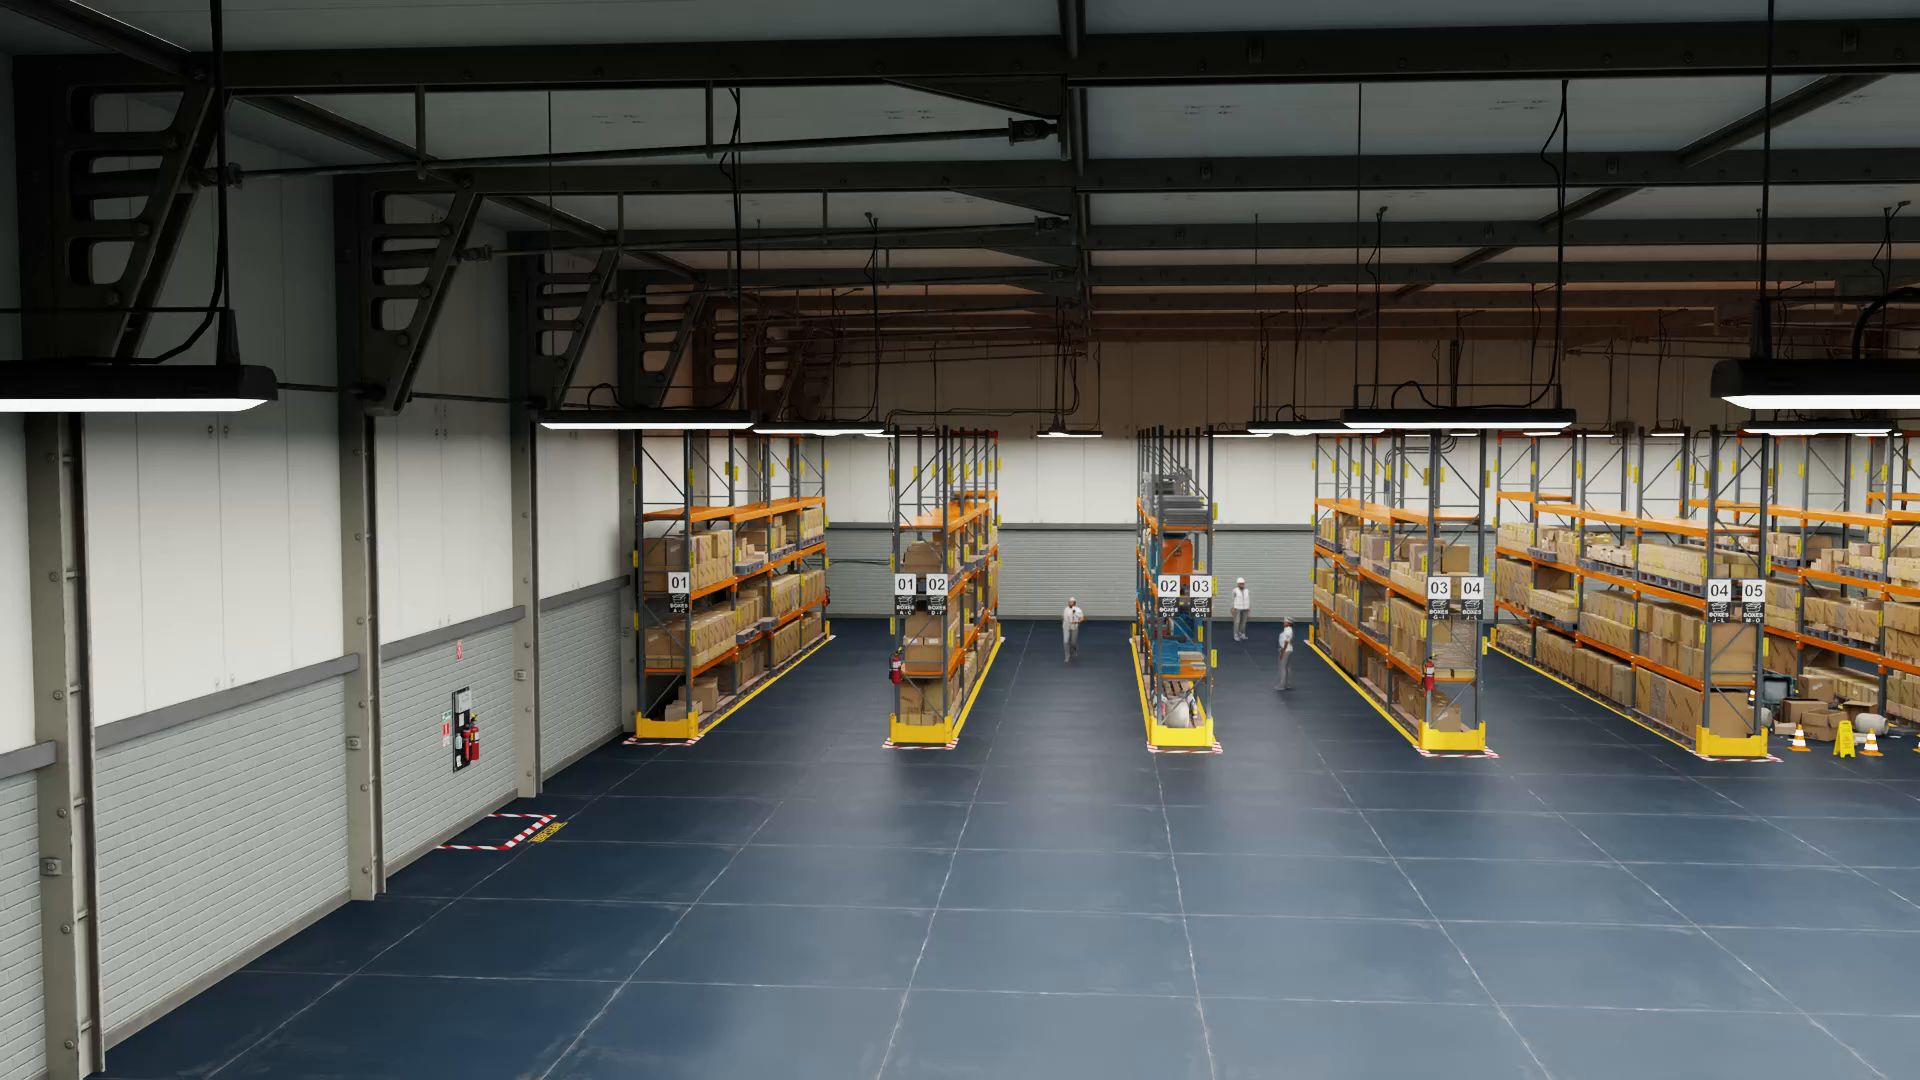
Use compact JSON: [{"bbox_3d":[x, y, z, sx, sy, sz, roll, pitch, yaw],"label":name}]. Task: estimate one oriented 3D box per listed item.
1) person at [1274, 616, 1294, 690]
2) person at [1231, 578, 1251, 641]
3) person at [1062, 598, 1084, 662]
[{"bbox_3d":[7.453,2.590,38.173,0.420,1.696,0.526,2,4,26],"label":"person"},{"bbox_3d":[8.070,1.979,47.631,0.592,1.786,0.546,-1,3,-12],"label":"person"},{"bbox_3d":[2.939,2.339,43.165,0.567,1.694,0.746,1,3,10],"label":"person"}]
